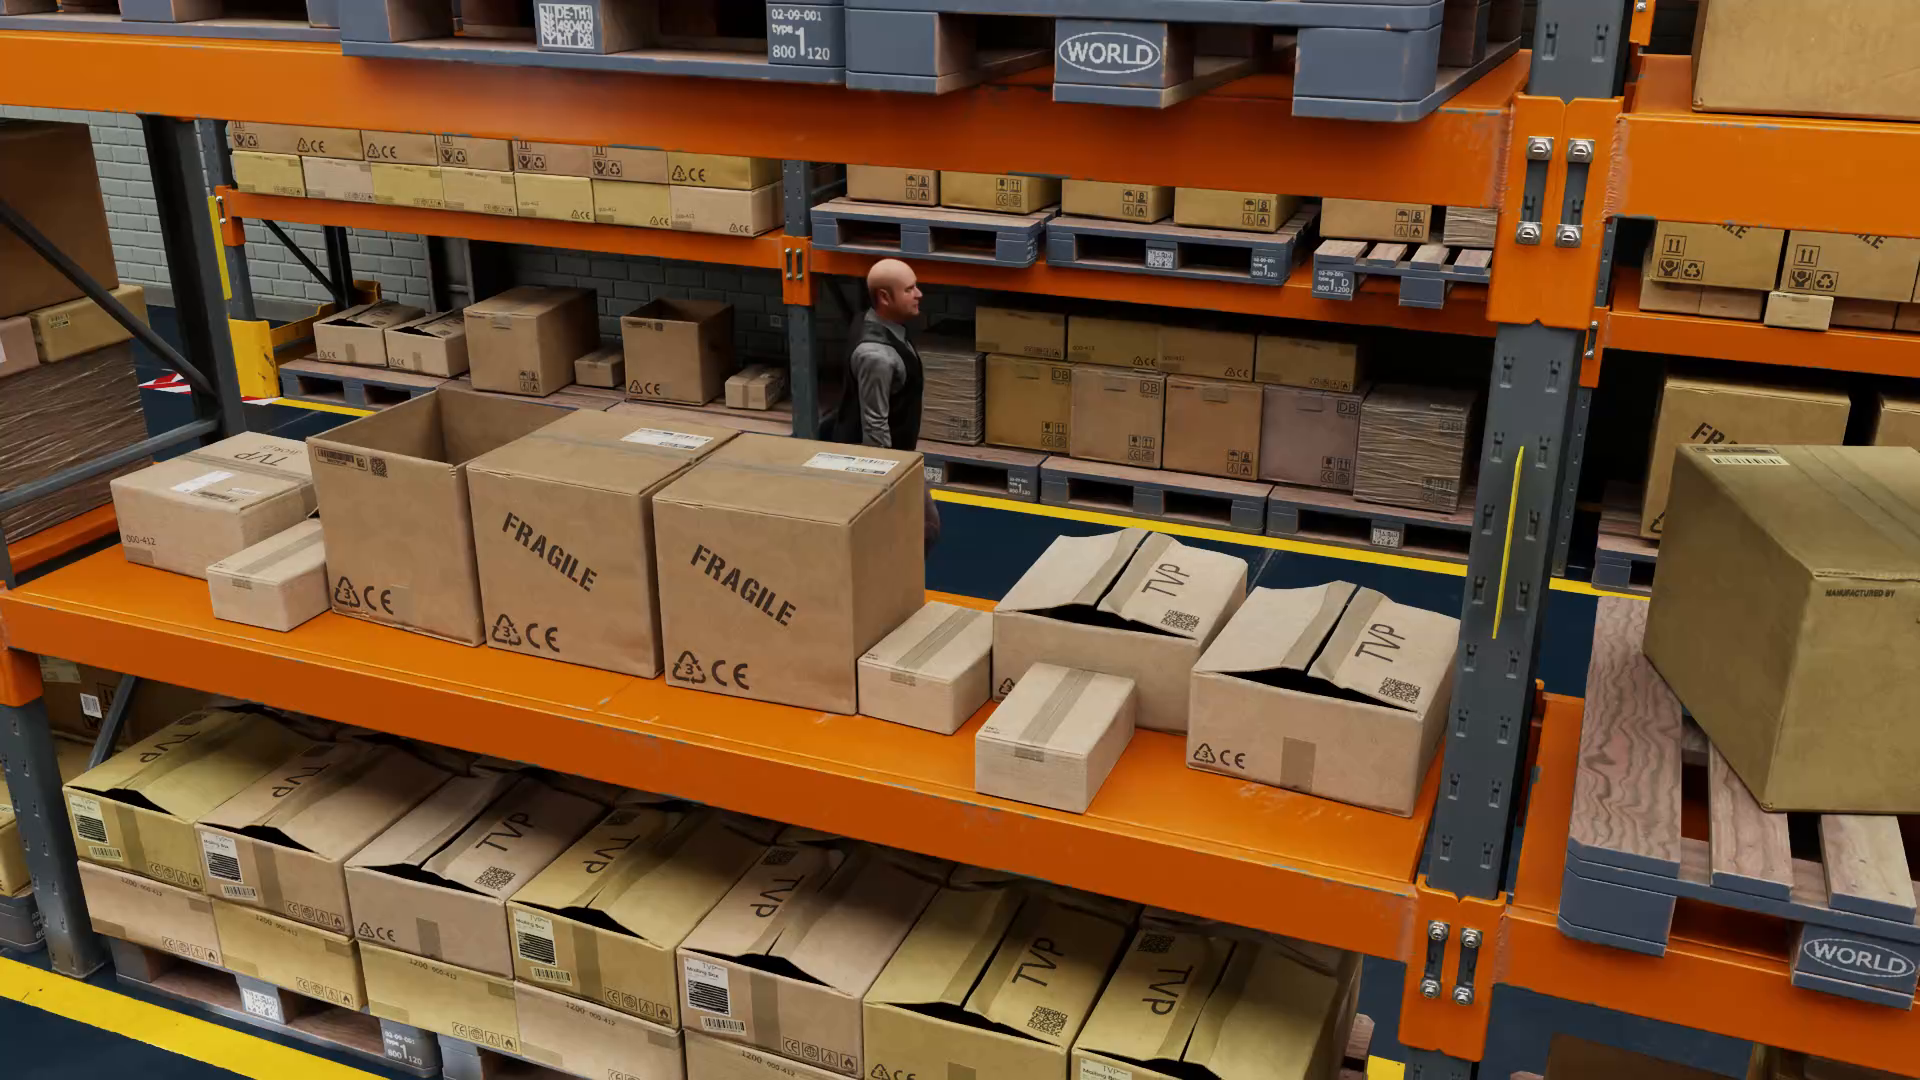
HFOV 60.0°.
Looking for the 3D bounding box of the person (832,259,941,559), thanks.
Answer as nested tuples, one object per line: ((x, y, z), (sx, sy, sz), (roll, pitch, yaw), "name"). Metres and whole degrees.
((-0.370, -0.311, 6.874), (0.551, 1.728, 0.563), (2, 22, 5), "person")
